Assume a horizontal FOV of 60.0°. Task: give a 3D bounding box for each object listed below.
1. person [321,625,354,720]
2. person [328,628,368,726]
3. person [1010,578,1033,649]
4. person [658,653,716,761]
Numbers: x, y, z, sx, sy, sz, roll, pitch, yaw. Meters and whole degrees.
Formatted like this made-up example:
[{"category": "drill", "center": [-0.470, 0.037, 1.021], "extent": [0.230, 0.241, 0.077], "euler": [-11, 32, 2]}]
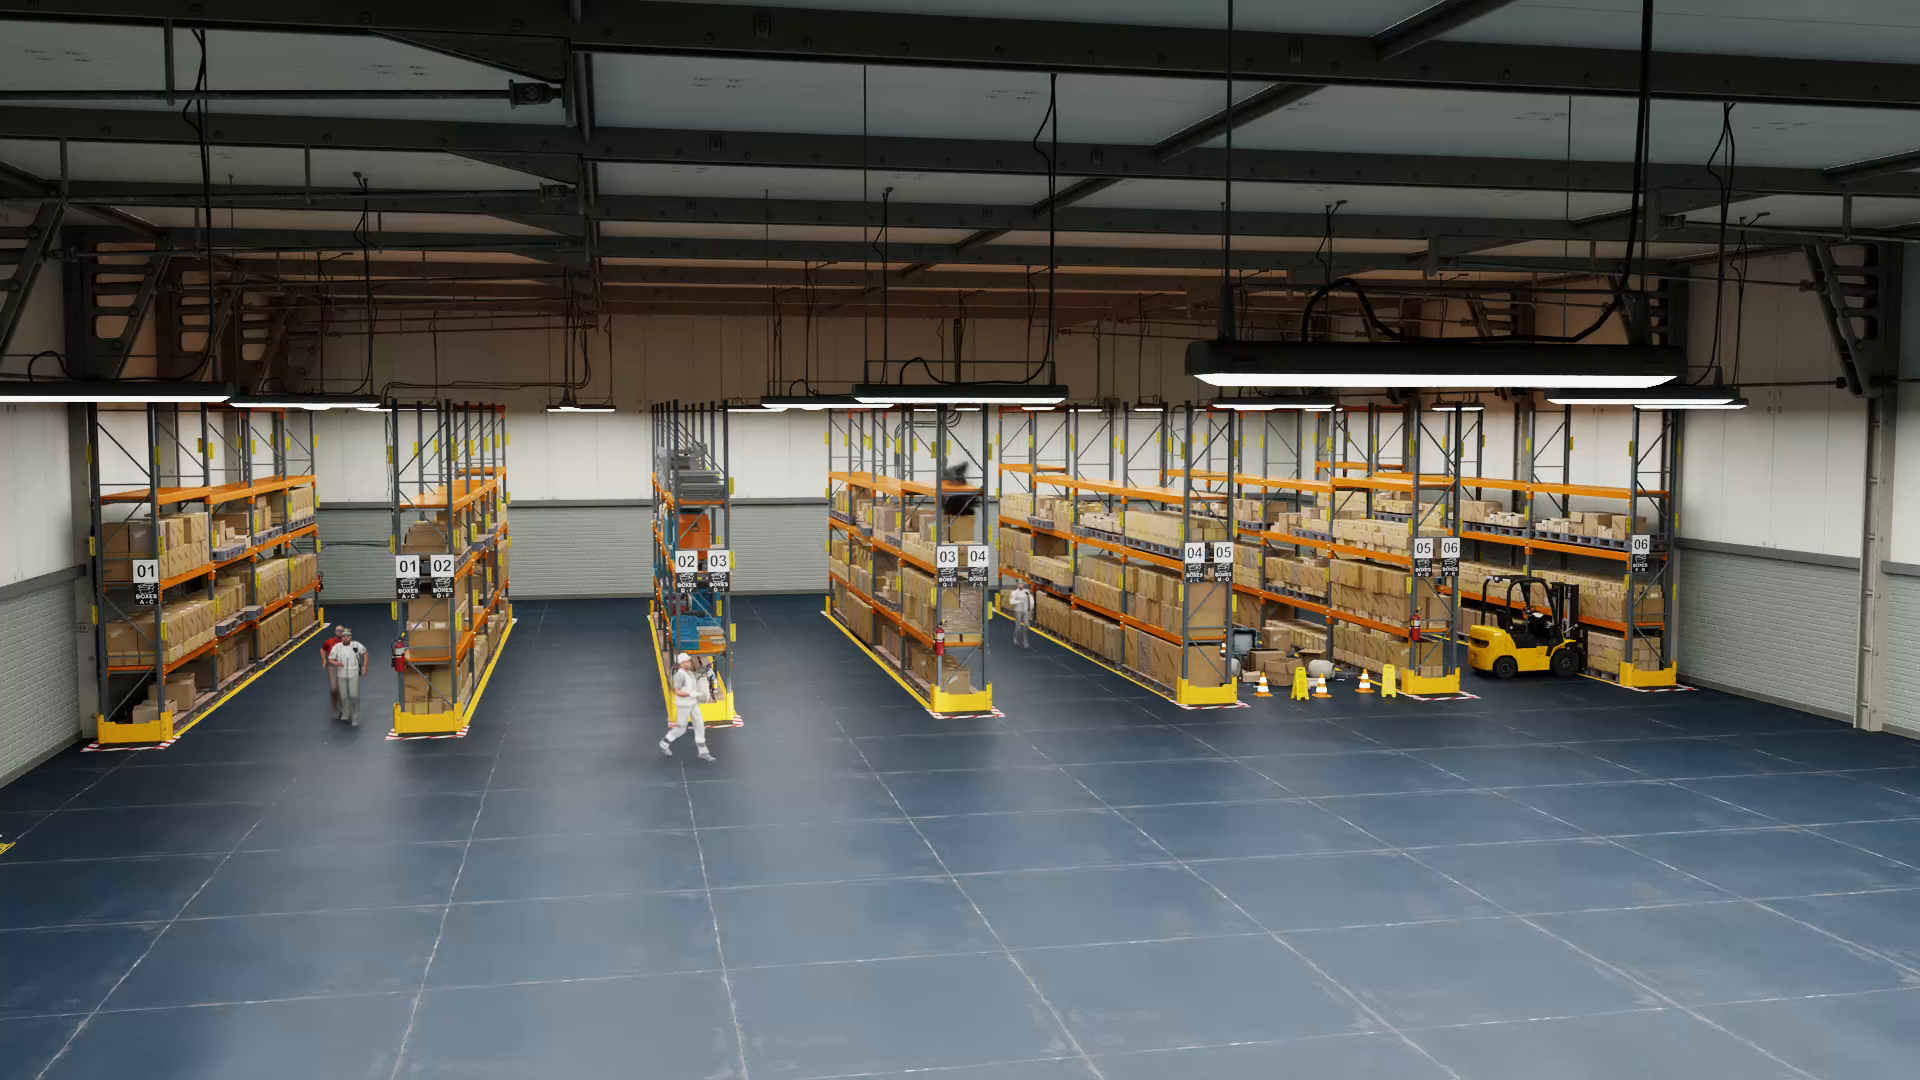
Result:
[{"category": "person", "center": [-11.727, 2.504, 31.465], "extent": [0.631, 1.798, 0.768], "euler": [-2, 5, -25]}, {"category": "person", "center": [-11.302, 2.547, 30.729], "extent": [0.675, 1.872, 0.755], "euler": [-1, 4, -16]}, {"category": "person", "center": [1.529, 1.793, 41.060], "extent": [0.622, 1.714, 0.896], "euler": [-1, 4, -8]}, {"category": "person", "center": [-4.521, 2.754, 27.434], "extent": [0.991, 1.796, 0.649], "euler": [1, 4, 17]}]
